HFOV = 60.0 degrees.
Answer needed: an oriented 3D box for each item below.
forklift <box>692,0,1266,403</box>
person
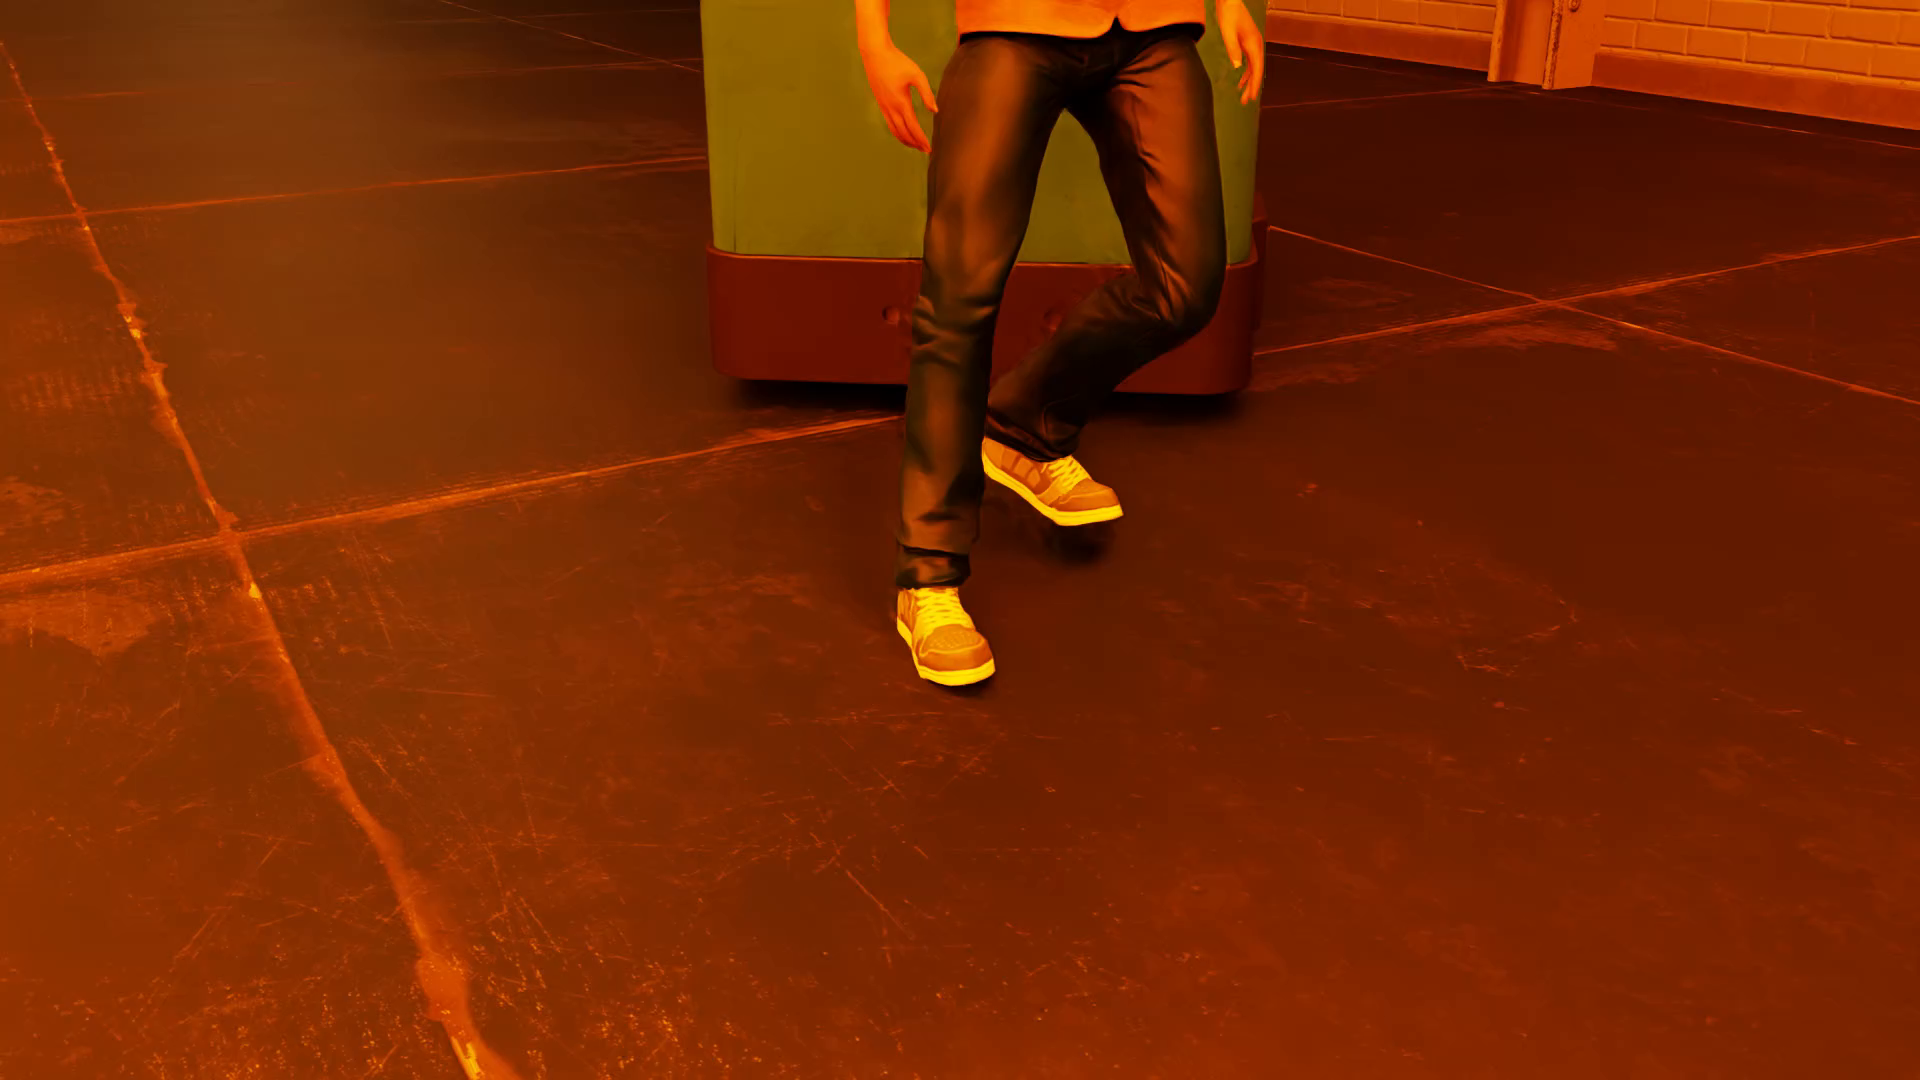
[{"bbox_3d":[0.190,-2.130,3.964,1.130,2.935,3.031,3,22,6],"label":"forklift"},{"bbox_3d":[0.191,-0.611,2.131,0.590,1.507,0.615,-7,23,-16],"label":"person"}]
